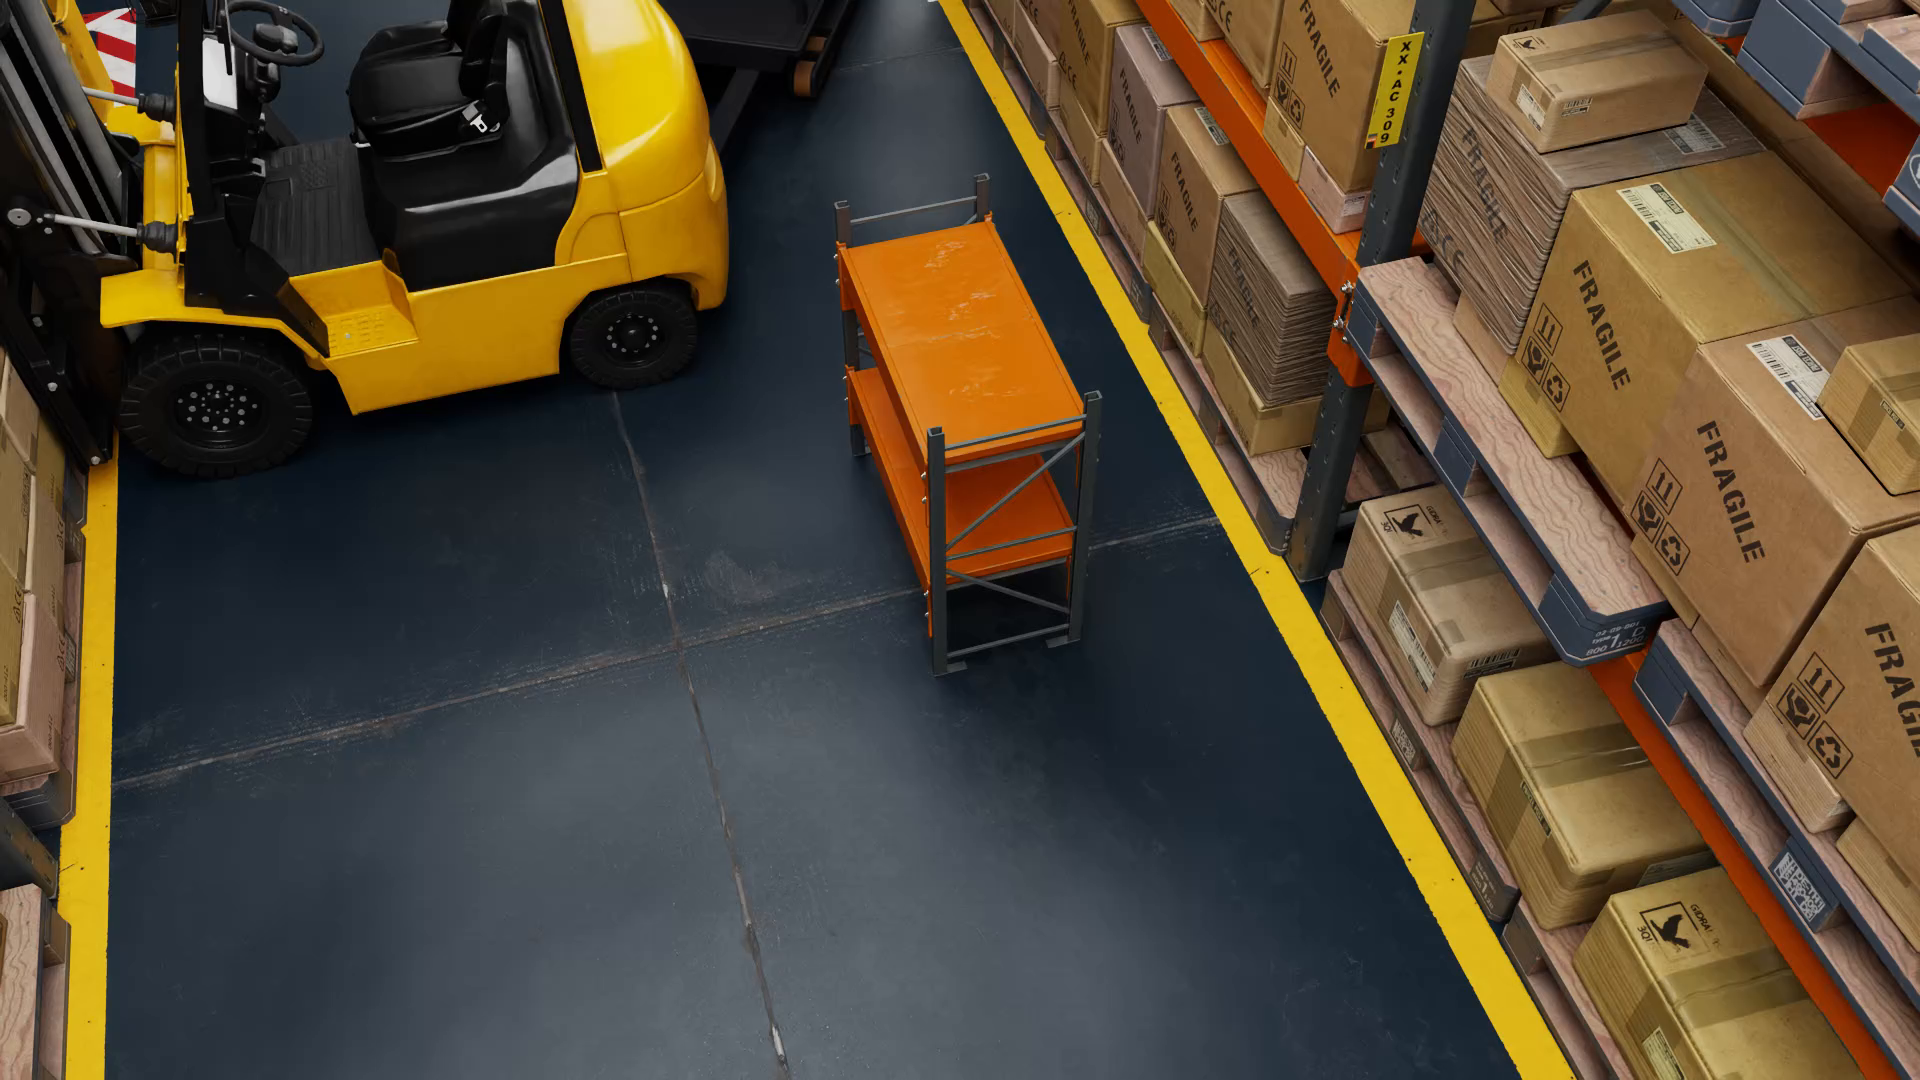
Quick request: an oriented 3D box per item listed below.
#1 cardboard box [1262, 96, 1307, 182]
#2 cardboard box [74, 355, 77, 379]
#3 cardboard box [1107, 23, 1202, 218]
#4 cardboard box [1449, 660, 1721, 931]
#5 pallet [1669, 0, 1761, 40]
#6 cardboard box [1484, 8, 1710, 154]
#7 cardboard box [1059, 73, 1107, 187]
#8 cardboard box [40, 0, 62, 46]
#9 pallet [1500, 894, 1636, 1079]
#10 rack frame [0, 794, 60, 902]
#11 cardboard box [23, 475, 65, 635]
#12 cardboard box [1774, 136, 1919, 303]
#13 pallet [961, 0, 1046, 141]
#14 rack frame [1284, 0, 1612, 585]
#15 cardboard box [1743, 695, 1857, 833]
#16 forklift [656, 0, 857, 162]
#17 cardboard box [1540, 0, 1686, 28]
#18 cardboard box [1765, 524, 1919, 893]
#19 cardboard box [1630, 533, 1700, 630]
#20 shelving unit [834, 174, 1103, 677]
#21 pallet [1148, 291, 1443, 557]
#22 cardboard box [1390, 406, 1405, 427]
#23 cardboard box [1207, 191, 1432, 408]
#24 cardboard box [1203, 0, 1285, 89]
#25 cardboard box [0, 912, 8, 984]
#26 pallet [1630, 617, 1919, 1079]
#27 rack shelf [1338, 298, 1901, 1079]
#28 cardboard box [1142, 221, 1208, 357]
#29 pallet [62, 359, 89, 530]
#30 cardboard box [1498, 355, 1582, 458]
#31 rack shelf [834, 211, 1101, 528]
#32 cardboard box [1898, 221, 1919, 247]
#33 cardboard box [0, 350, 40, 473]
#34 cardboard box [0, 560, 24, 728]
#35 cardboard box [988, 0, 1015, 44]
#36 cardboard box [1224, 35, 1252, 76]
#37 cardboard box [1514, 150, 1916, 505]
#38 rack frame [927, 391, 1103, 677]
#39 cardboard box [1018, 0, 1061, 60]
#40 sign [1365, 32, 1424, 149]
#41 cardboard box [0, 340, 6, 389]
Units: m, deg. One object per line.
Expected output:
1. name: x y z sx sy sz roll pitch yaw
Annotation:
1. cardboard box: 1.140 -1.238 4.996 0.380 0.149 0.250 -12 51 -10
2. cardboard box: -3.424 -0.639 5.851 0.500 0.250 0.500 -12 51 -10
3. cardboard box: 0.871 -1.578 6.152 0.500 0.500 0.500 -11 51 -9
4. cardboard box: 1.980 0.646 4.687 0.950 0.372 0.625 -10 51 -9
5. pallet: 1.687 -1.404 3.132 1.213 0.211 1.003 -13 51 -11
6. cardboard box: 1.408 -1.021 3.690 0.380 0.149 0.250 -14 51 -11
7. cardboard box: 0.715 -1.721 6.763 0.500 0.250 0.500 -10 51 -9
8. cardboard box: -3.874 -1.894 6.582 0.500 0.250 0.500 -14 51 -11
9. pallet: 2.203 1.387 4.442 1.003 0.211 1.213 -13 51 -11
10. rack frame: -3.134 0.153 3.659 1.000 3.000 0.127 -13 51 -11
11. cardboard box: -3.126 0.108 5.221 0.500 0.250 0.500 -14 51 -12
12. cardboard box: 2.110 -0.588 3.749 0.500 0.500 0.500 -13 51 -11
13. pallet: 0.653 -2.338 7.583 1.003 0.211 1.213 -13 51 -11
14. rack frame: 1.607 -0.972 4.608 1.000 3.000 0.127 -13 51 -11
15. cardboard box: 1.827 0.407 3.335 0.380 0.149 0.250 -12 51 -10
16. forklift: -1.107 -3.224 6.551 1.130 2.935 3.031 9 50 8
17. cardboard box: 1.743 -1.485 4.780 0.500 0.500 0.500 -13 51 -11
18. cardboard box: 1.915 0.274 3.022 0.500 0.500 0.500 -15 52 -12
19. cardboard box: 1.727 0.020 3.661 0.380 0.149 0.250 -13 51 -10
20. shelving unit: 0.002 -0.358 5.316 0.538 1.125 1.048 -13 51 -11
21. pallet: 1.374 -0.556 6.081 1.003 0.211 1.213 -13 51 -11
22. cardboard box: 1.690 -0.713 5.913 0.500 0.250 0.500 -15 52 -13
23. cardboard box: 1.175 -0.834 5.525 0.500 0.500 0.500 -14 51 -11
24. cardboard box: 1.079 -1.743 4.998 0.500 0.500 0.500 -12 51 -10
25. cardboard box: -2.969 1.161 4.088 0.875 0.625 0.625 -11 51 -9
26. pallet: 2.165 0.575 3.429 1.003 0.211 1.213 -13 51 -11
27. rack shelf: 2.198 0.720 3.651 1.077 0.370 4.000 -13 51 -11
28. cardboard box: 1.008 -0.979 6.137 0.500 0.250 0.500 -15 51 -12
29. pallet: -3.694 -0.431 5.976 1.003 0.211 1.213 -13 51 -11
30. cardboard box: 1.534 -0.367 3.987 0.380 0.149 0.250 -12 51 -10
31. rack shelf: 0.002 -0.546 5.092 0.538 0.278 1.000 -13 51 -11
32. cardboard box: 2.175 -0.658 3.384 0.380 0.149 0.250 -15 51 -12
33. cardboard box: -3.271 -0.418 5.337 0.500 0.250 0.500 -14 51 -11
34. cardboard box: -2.982 0.319 4.716 0.500 0.250 0.500 -14 51 -11
35. cardboard box: 0.398 -2.491 7.412 0.500 0.250 0.500 -14 51 -11
36. cardboard box: 1.077 -1.631 5.327 0.380 0.149 0.250 -14 51 -11
37. cardboard box: 1.620 -0.463 3.644 0.500 0.500 0.500 -13 51 -11
38. rack frame: 0.152 0.014 5.003 0.500 1.125 0.032 -13 51 -11
39. cardboard box: 0.564 -2.335 6.790 0.500 0.500 0.500 -15 52 -12
40. sign: 1.090 -1.123 4.169 0.100 0.325 0.005 -13 51 -11
41. cardboard box: -3.277 -0.579 5.146 0.500 0.250 0.500 -12 51 -10
